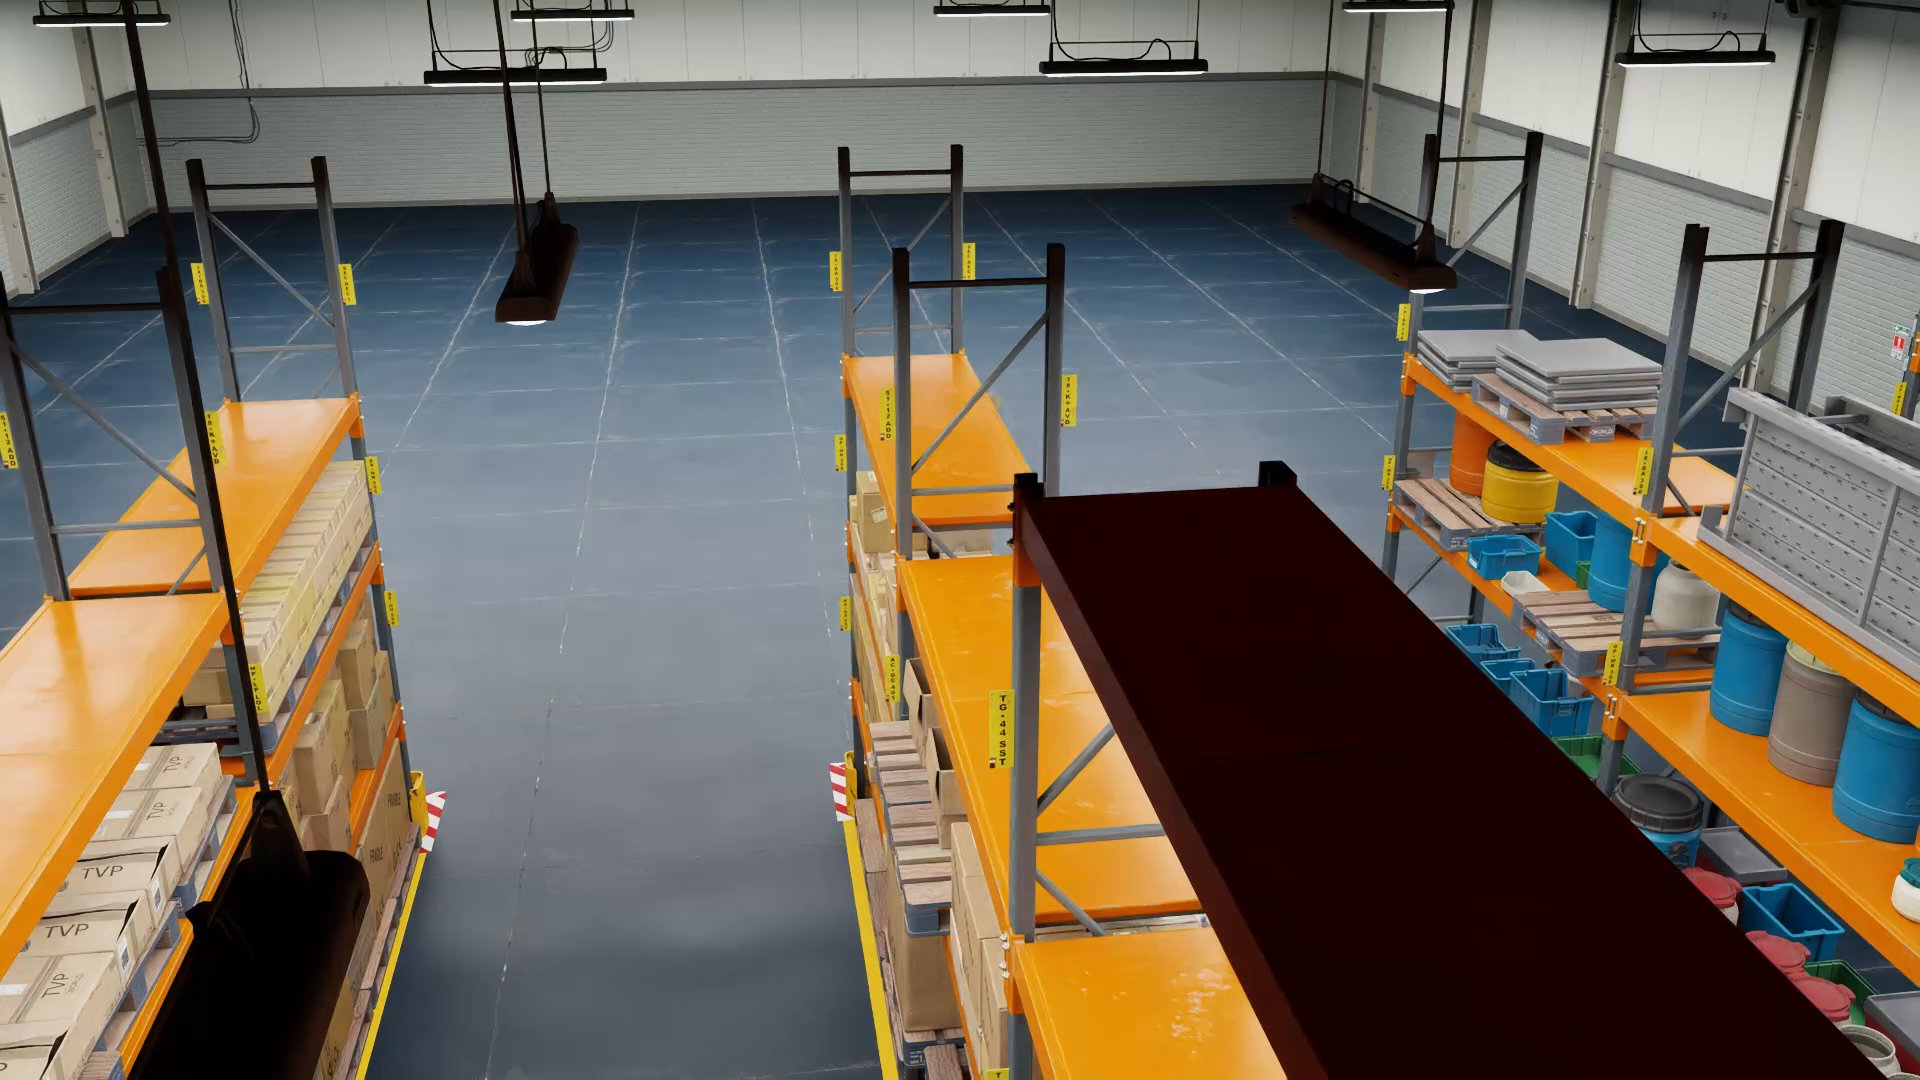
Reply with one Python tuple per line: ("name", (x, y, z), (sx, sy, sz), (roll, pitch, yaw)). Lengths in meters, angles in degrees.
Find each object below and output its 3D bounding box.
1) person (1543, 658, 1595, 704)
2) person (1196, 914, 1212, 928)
("person", (5.903, 1.314, 15.979), (0.613, 1.807, 0.614), (10, 24, 23))
("person", (1.848, 3.050, 11.797), (0.618, 1.690, 0.746), (0, 22, 0))
